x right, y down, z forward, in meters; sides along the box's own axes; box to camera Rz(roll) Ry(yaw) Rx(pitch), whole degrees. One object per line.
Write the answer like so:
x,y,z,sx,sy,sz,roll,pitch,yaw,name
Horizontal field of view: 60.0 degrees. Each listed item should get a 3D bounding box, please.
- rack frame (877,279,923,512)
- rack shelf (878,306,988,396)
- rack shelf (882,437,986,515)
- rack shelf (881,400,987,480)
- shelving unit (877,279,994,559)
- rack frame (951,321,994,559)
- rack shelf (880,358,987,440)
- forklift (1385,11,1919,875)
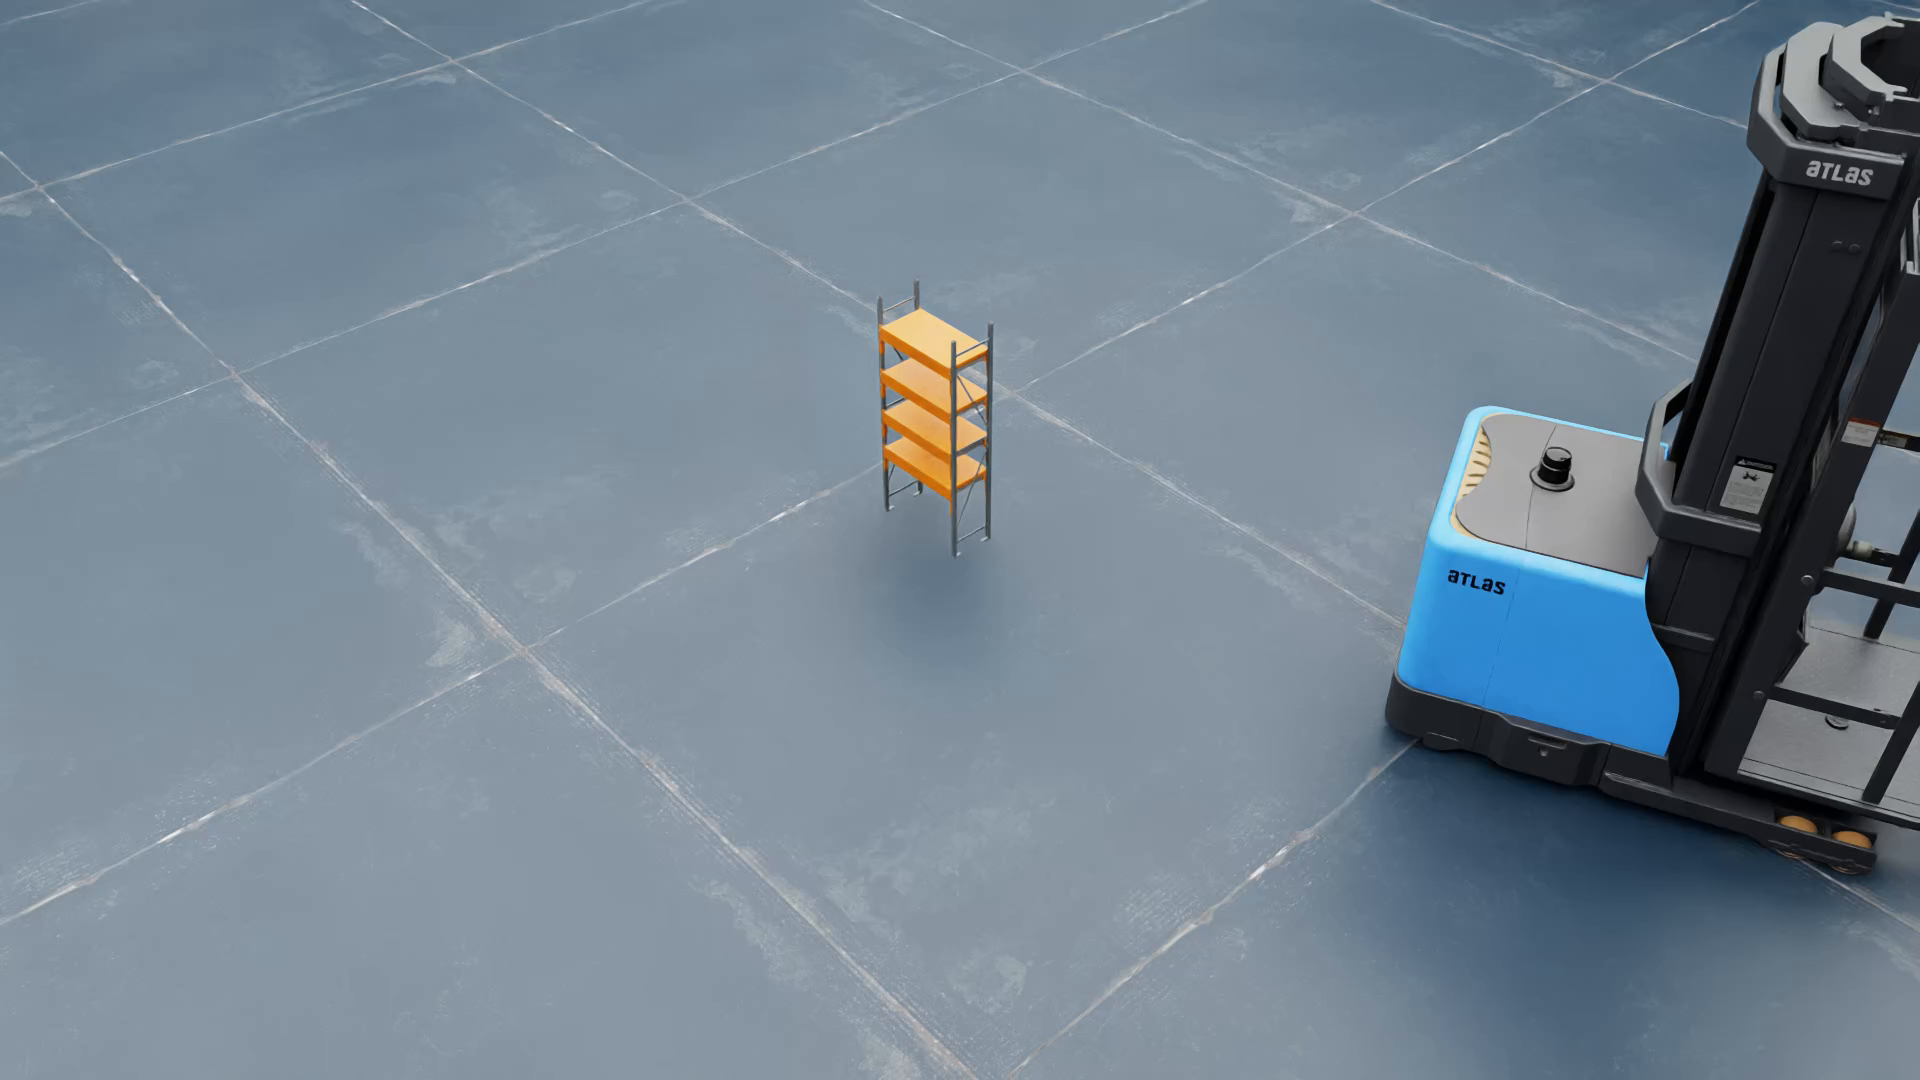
-0.277,-0.656,7.816,0.240,1.200,0.015,-30,48,-32,rack frame
-0.112,-0.849,7.429,0.258,0.148,0.480,-30,48,-32,rack shelf
-0.112,-0.337,7.843,0.258,0.148,0.480,-30,48,-32,rack shelf
-0.112,-0.491,7.718,0.258,0.148,0.480,-30,48,-32,rack shelf
-0.112,-0.543,7.676,0.258,1.200,0.503,-30,48,-32,shelving unit
0.053,-0.430,7.536,0.240,1.200,0.015,-30,48,-32,rack frame
-0.112,-0.665,7.577,0.258,0.148,0.480,-30,48,-32,rack shelf
3.338,-0.244,5.927,3.031,2.935,1.130,15,41,18,forklift
